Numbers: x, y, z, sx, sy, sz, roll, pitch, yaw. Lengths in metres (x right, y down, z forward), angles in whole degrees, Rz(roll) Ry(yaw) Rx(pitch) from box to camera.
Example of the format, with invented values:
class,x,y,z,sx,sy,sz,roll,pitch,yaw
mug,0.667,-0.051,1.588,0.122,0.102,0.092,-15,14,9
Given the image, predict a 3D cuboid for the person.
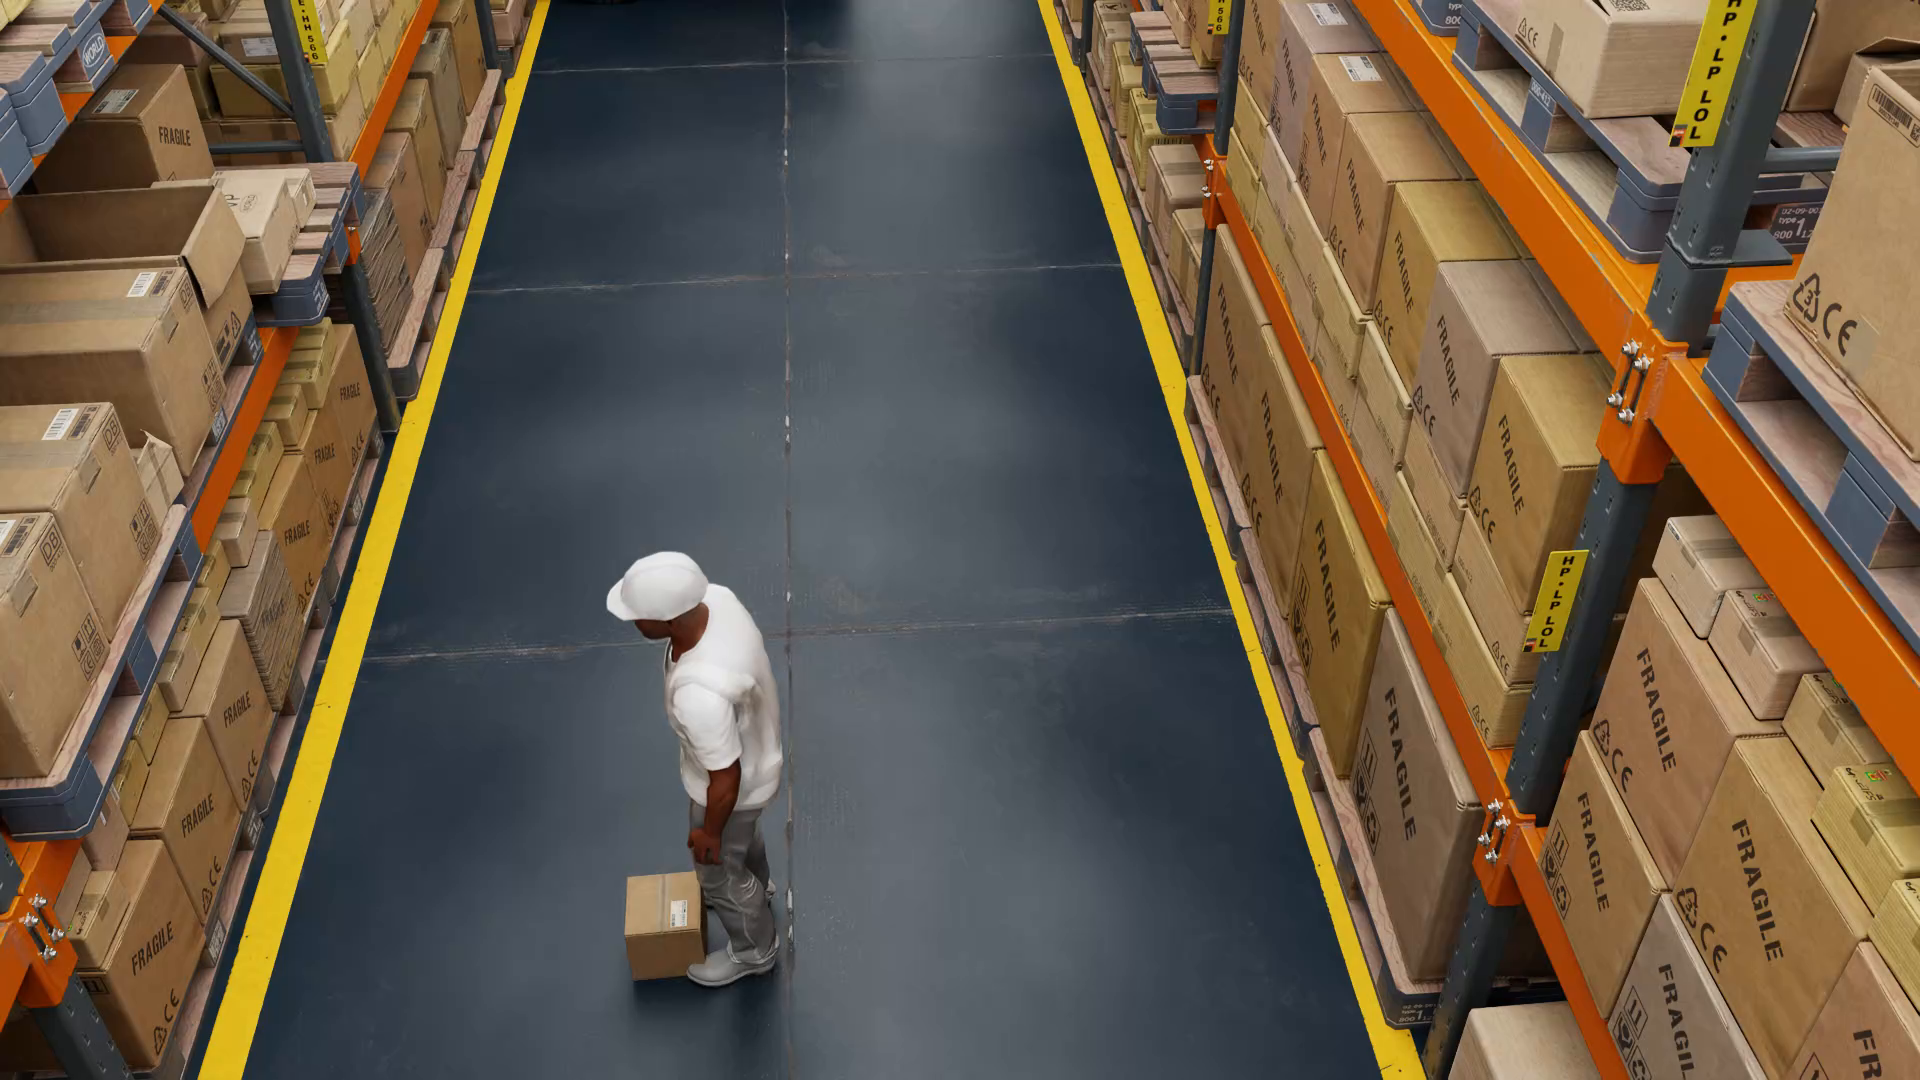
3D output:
class,x,y,z,sx,sy,sz,roll,pitch,yaw
person,-0.783,0.716,5.252,0.463,1.760,0.631,-4,39,-4
